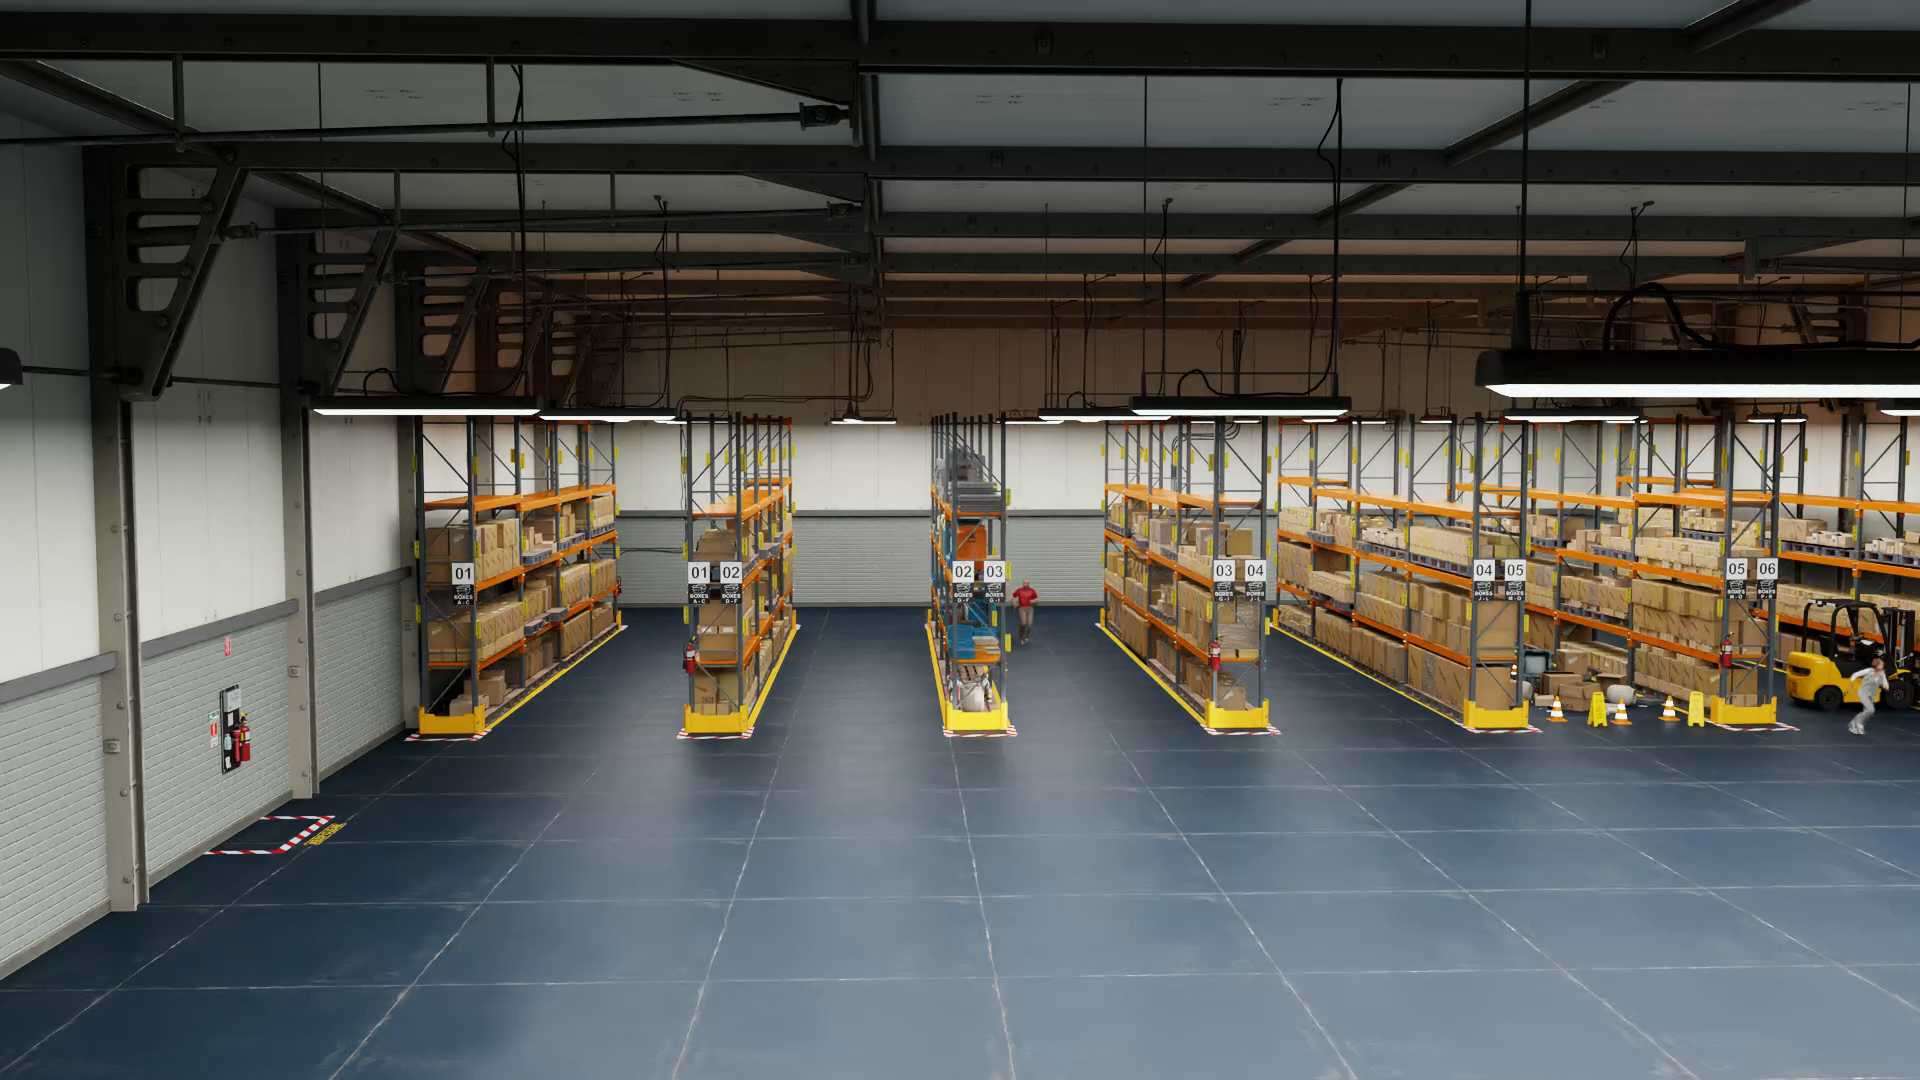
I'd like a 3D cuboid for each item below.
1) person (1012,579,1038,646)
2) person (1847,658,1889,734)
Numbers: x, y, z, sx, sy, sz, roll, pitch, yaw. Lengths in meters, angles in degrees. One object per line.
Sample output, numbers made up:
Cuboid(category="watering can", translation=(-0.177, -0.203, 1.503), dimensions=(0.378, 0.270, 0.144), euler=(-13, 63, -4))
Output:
Cuboid(category="person", translation=(1.733, 1.905, 43.655), dimensions=(0.634, 1.767, 0.726), euler=(-1, 4, -13))
Cuboid(category="person", translation=(16.799, 2.886, 30.731), dimensions=(0.534, 1.465, 0.890), euler=(-1, 4, -13))
